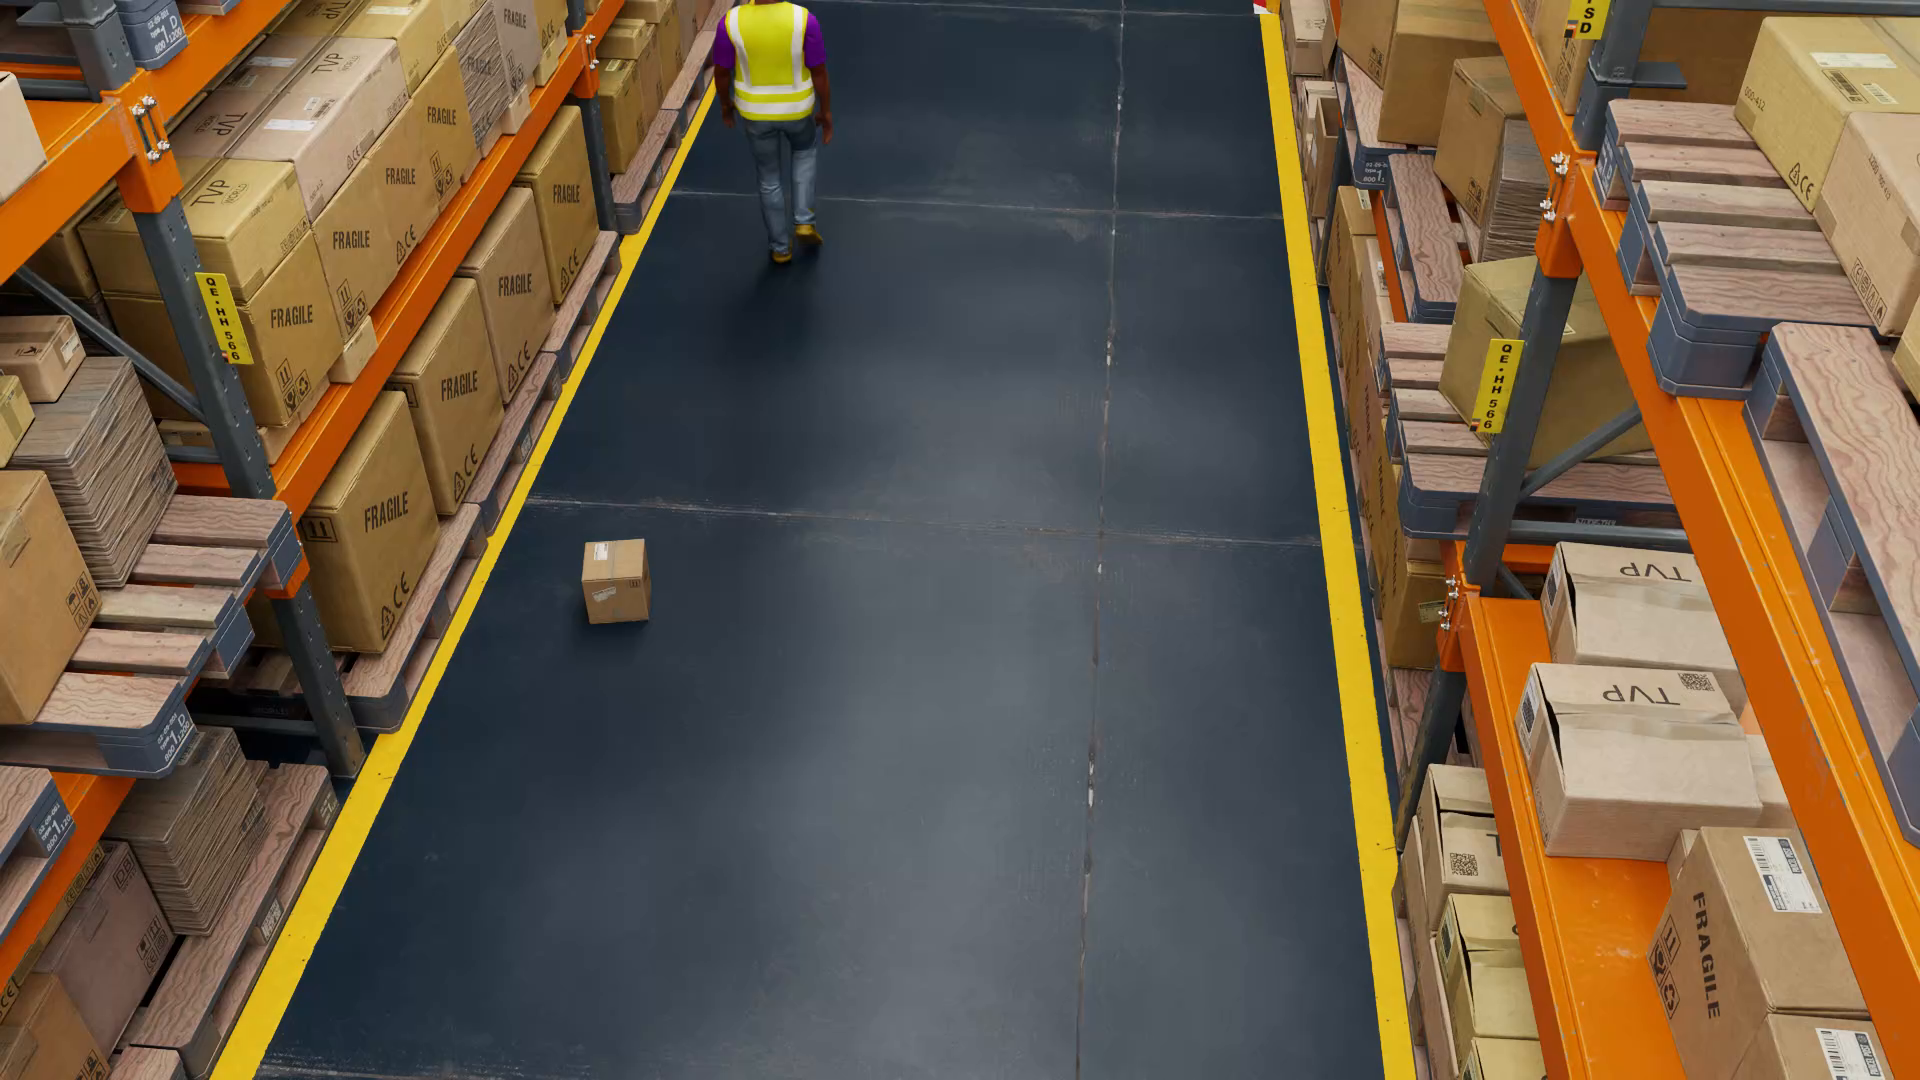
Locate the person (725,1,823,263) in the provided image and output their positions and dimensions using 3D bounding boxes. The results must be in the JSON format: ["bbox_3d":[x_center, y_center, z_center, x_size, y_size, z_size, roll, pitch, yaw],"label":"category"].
[{"bbox_3d":[7.423,1.531,3.192,15.442,3.204,15.978,-5,40,-5],"label":"person"}]
